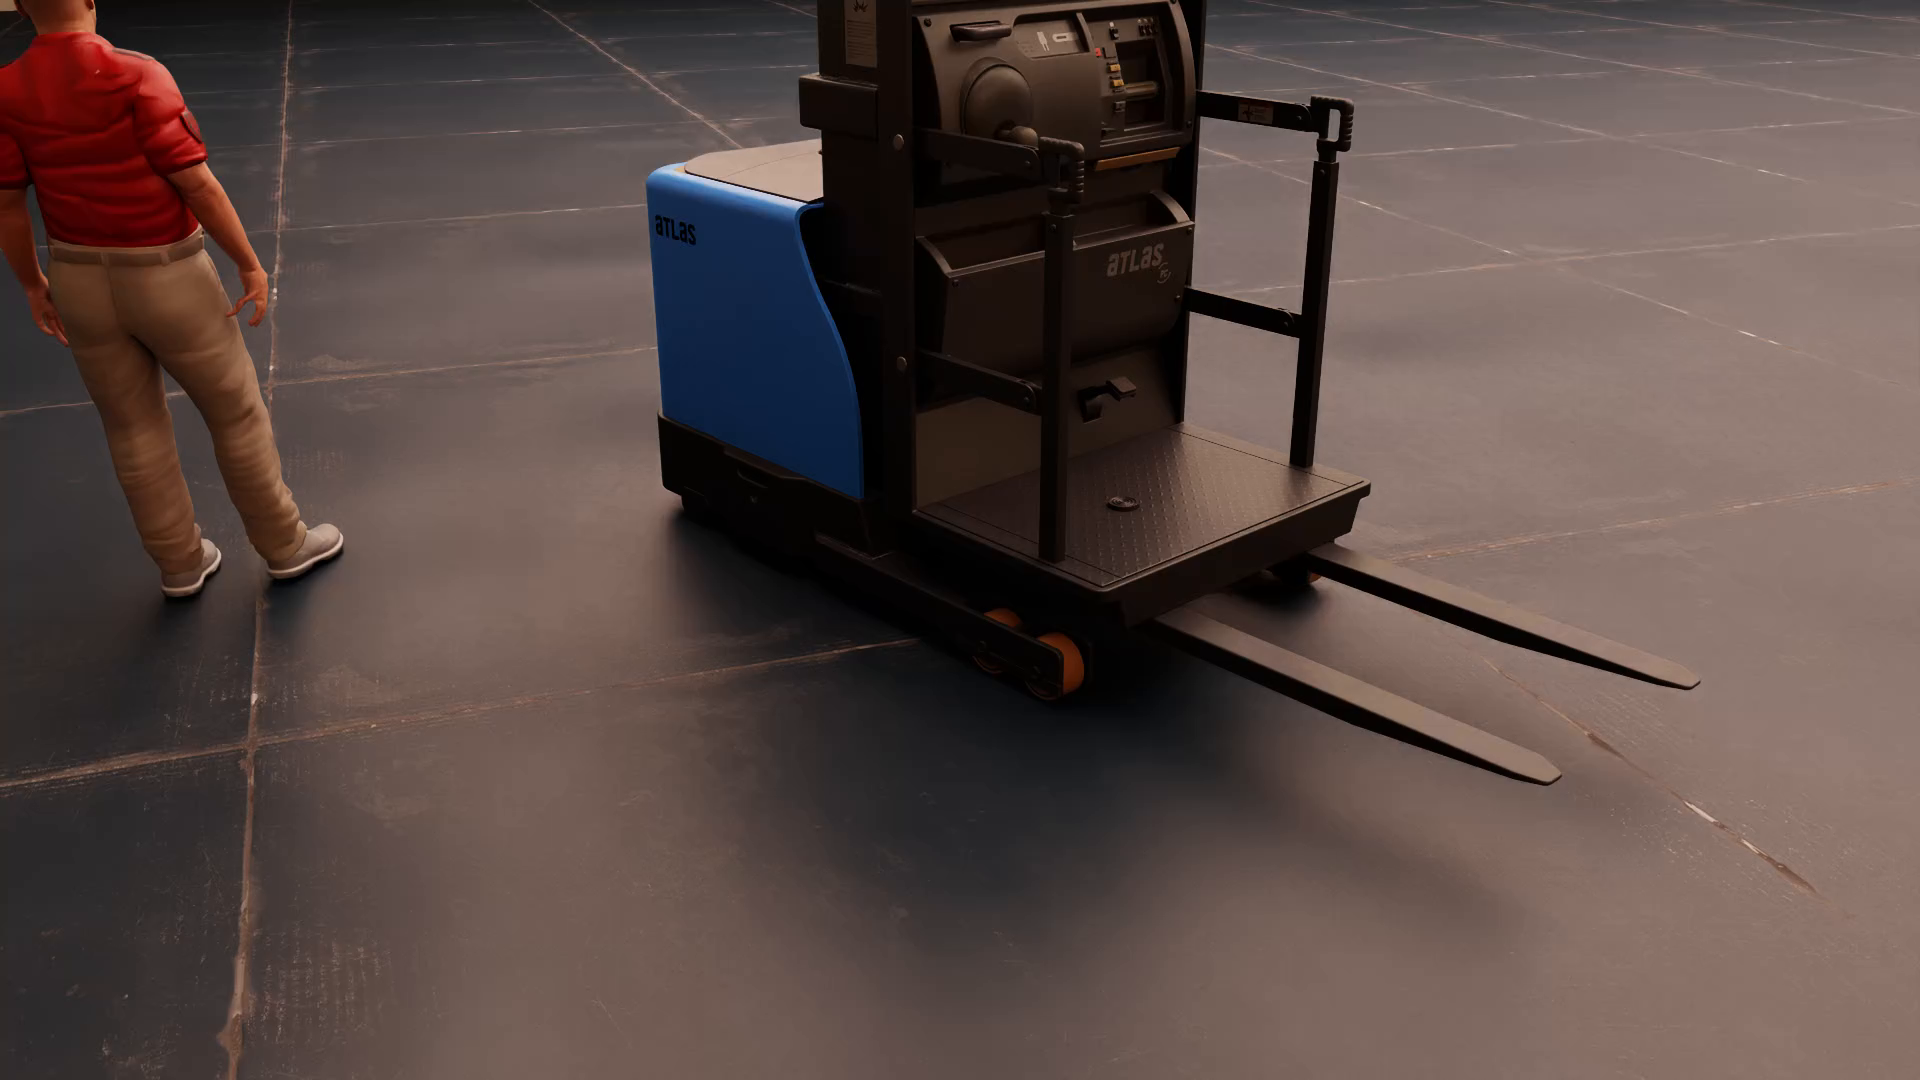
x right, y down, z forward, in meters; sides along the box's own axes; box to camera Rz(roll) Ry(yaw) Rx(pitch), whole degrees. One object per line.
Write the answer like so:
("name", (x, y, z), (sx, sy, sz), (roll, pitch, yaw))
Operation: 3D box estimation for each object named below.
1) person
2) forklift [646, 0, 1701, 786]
("person", (-2.161, -0.688, 4.465), (0.640, 1.727, 0.550), (-1, 23, -2))
("forklift", (0.409, -1.176, 4.096), (1.130, 2.935, 3.031), (-19, 30, -38))
